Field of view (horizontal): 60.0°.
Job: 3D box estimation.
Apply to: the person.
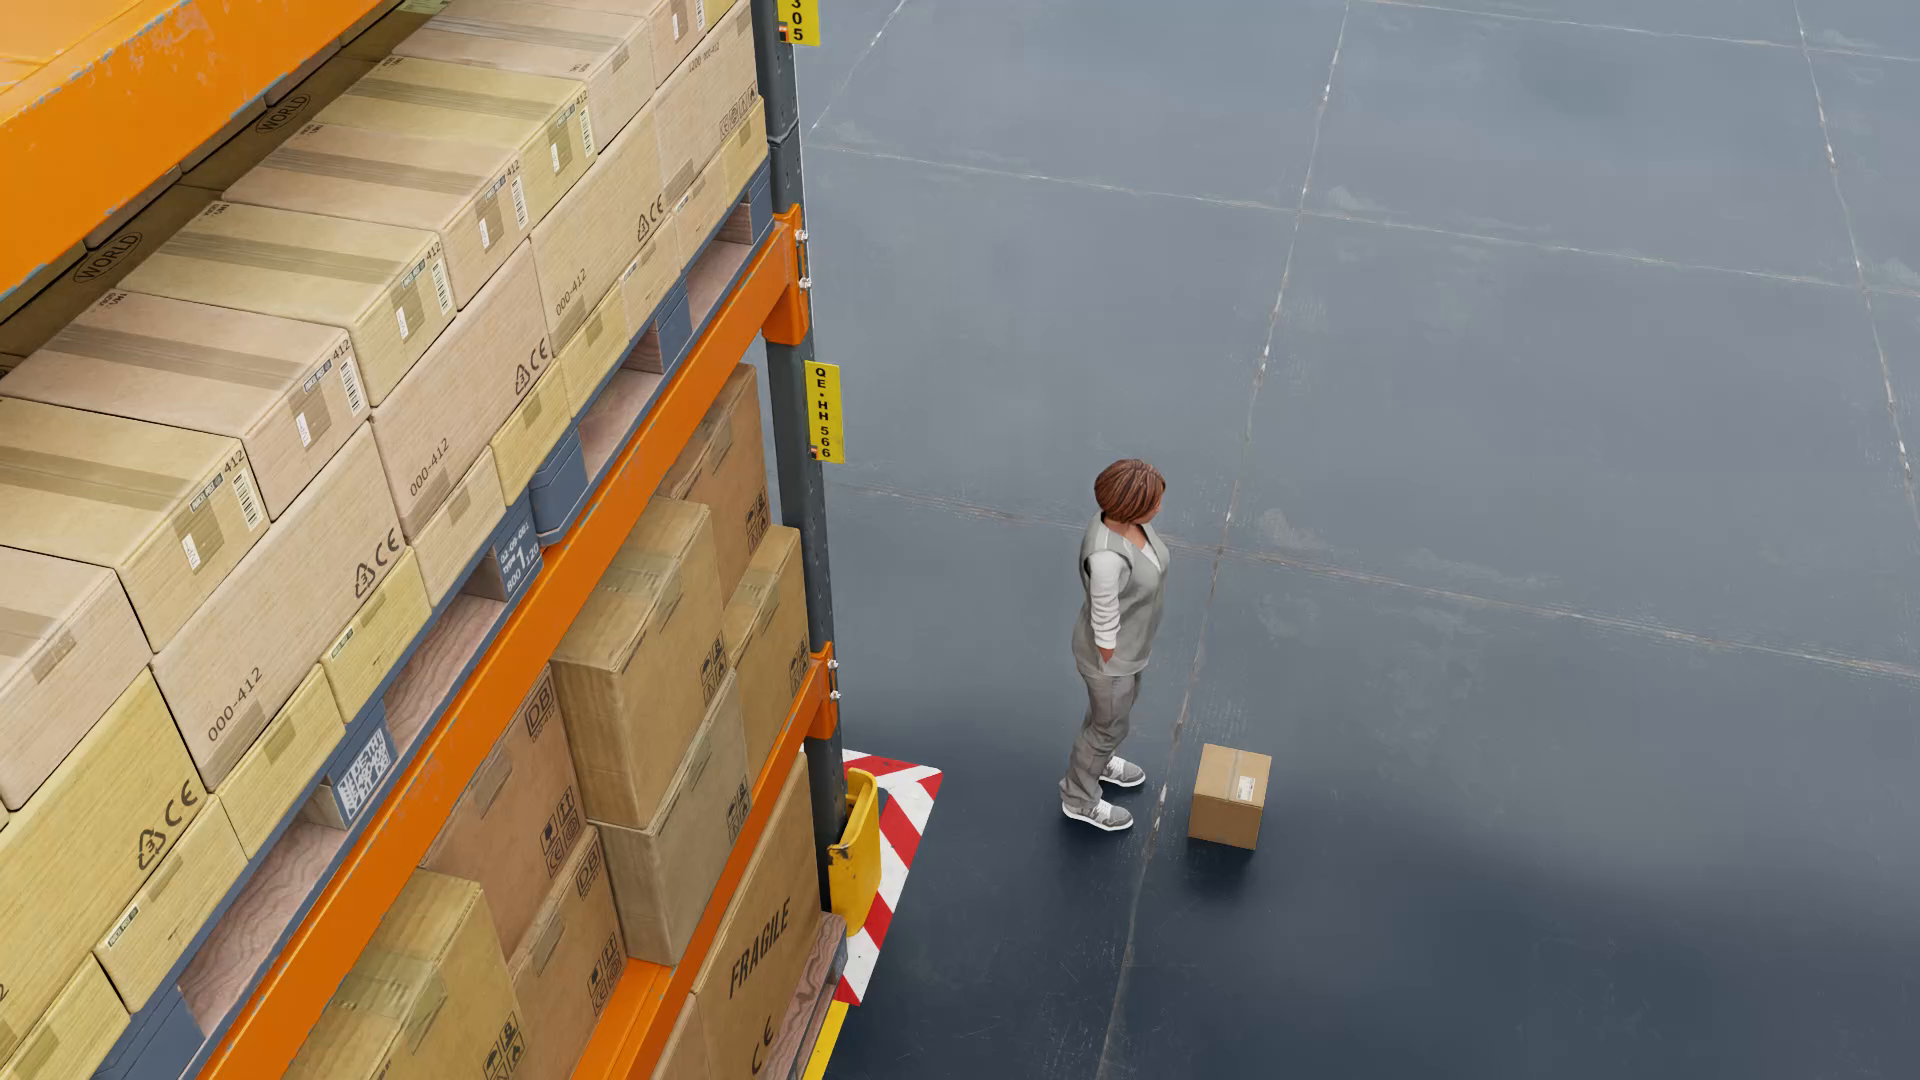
[{"bbox_3d":[0.542,0.353,5.775,0.301,1.595,0.407,11,43,12],"label":"person"}]
